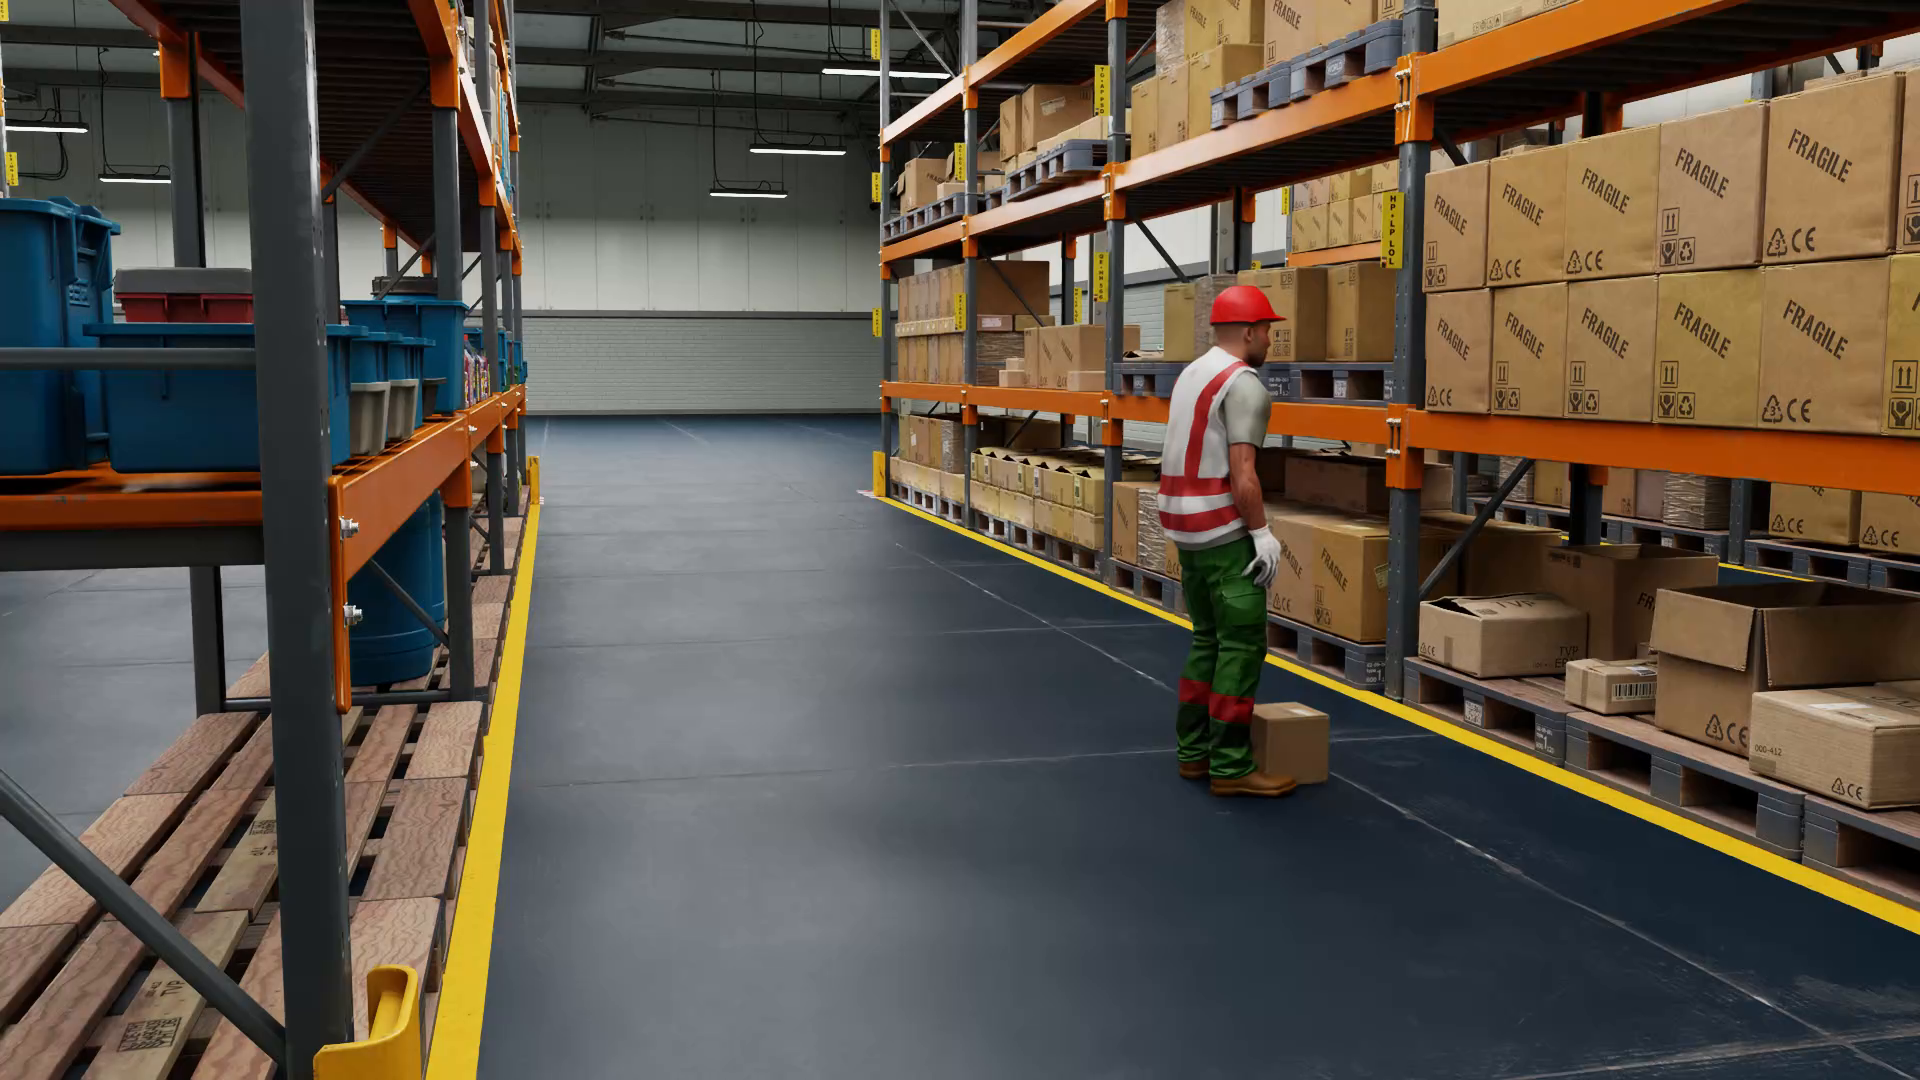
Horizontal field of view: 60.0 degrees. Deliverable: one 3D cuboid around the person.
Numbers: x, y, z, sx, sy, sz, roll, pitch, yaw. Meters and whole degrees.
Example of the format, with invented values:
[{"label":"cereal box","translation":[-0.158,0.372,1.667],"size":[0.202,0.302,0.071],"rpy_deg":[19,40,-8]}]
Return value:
[{"label":"person","translation":[0.949,-0.010,5.915],"size":[0.447,1.778,0.592],"rpy_deg":[-2,6,-16]}]
